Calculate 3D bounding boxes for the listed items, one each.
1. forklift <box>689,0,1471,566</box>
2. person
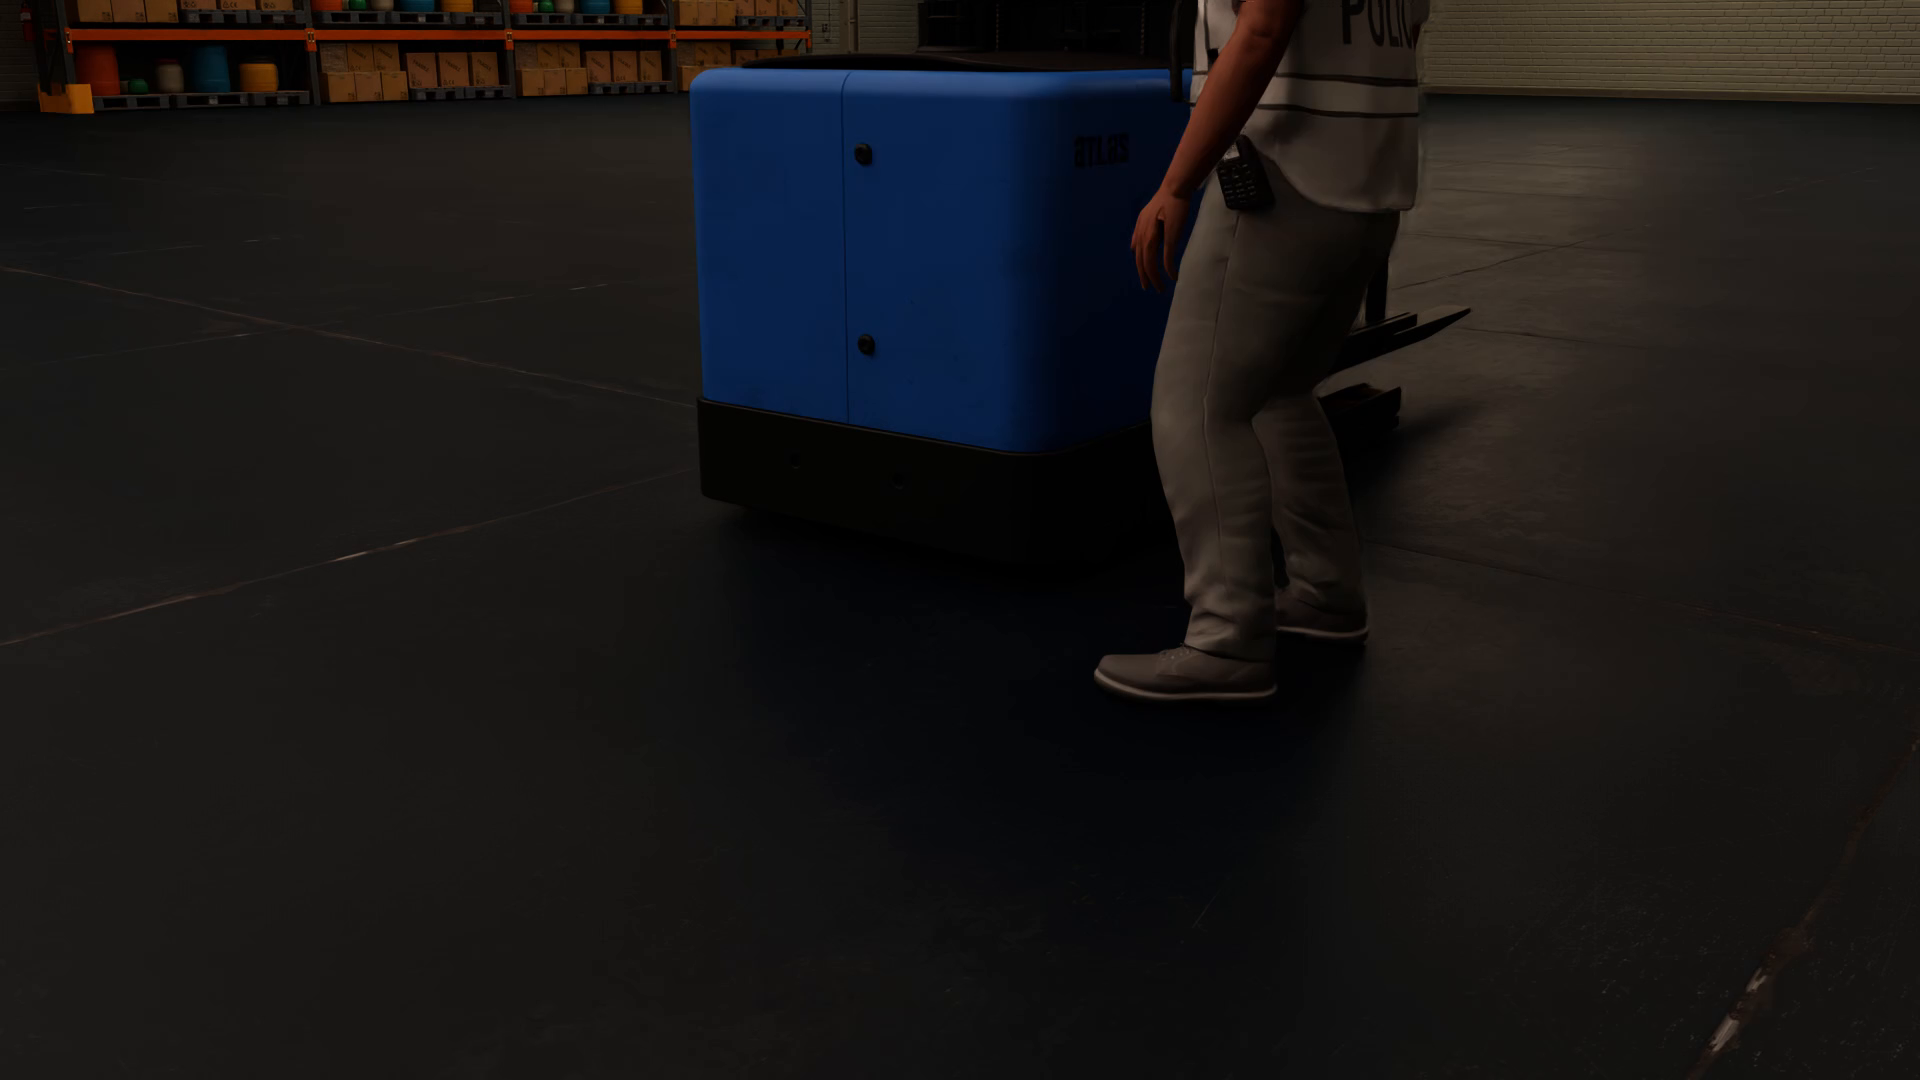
[{"bbox_3d":[0.640,-1.713,4.540,1.130,2.935,3.031,12,21,34],"label":"forklift"},{"bbox_3d":[0.595,-0.608,2.974,0.381,1.726,0.773,11,20,32],"label":"person"}]
